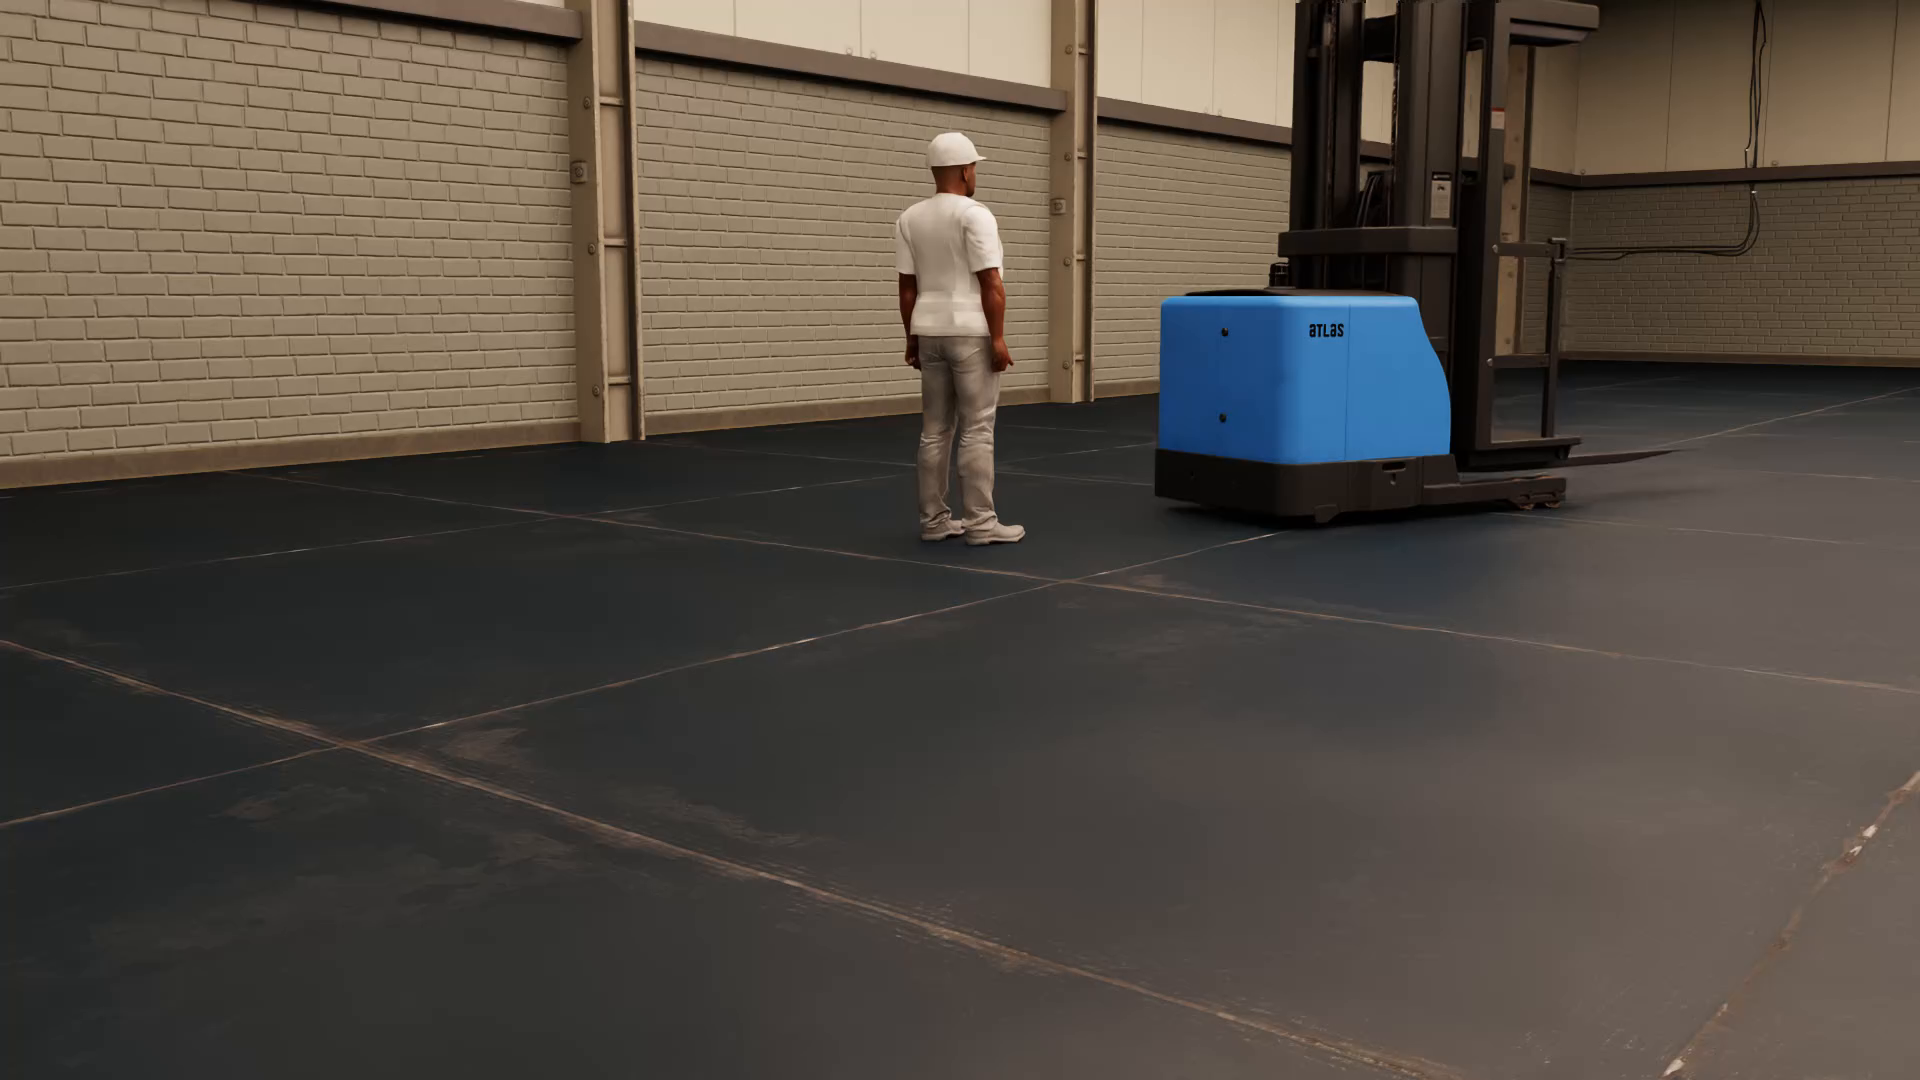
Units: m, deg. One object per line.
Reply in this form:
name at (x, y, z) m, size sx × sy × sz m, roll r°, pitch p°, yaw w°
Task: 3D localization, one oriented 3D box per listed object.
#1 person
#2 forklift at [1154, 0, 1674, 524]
person at (-0.006, -0.875, 7.285) m, size 0.556 × 1.770 × 0.388 m, roll 7°, pitch 11°, yaw 38°
forklift at (2.520, -1.659, 8.620) m, size 3.031 × 2.935 × 1.130 m, roll -5°, pitch 10°, yaw -30°
